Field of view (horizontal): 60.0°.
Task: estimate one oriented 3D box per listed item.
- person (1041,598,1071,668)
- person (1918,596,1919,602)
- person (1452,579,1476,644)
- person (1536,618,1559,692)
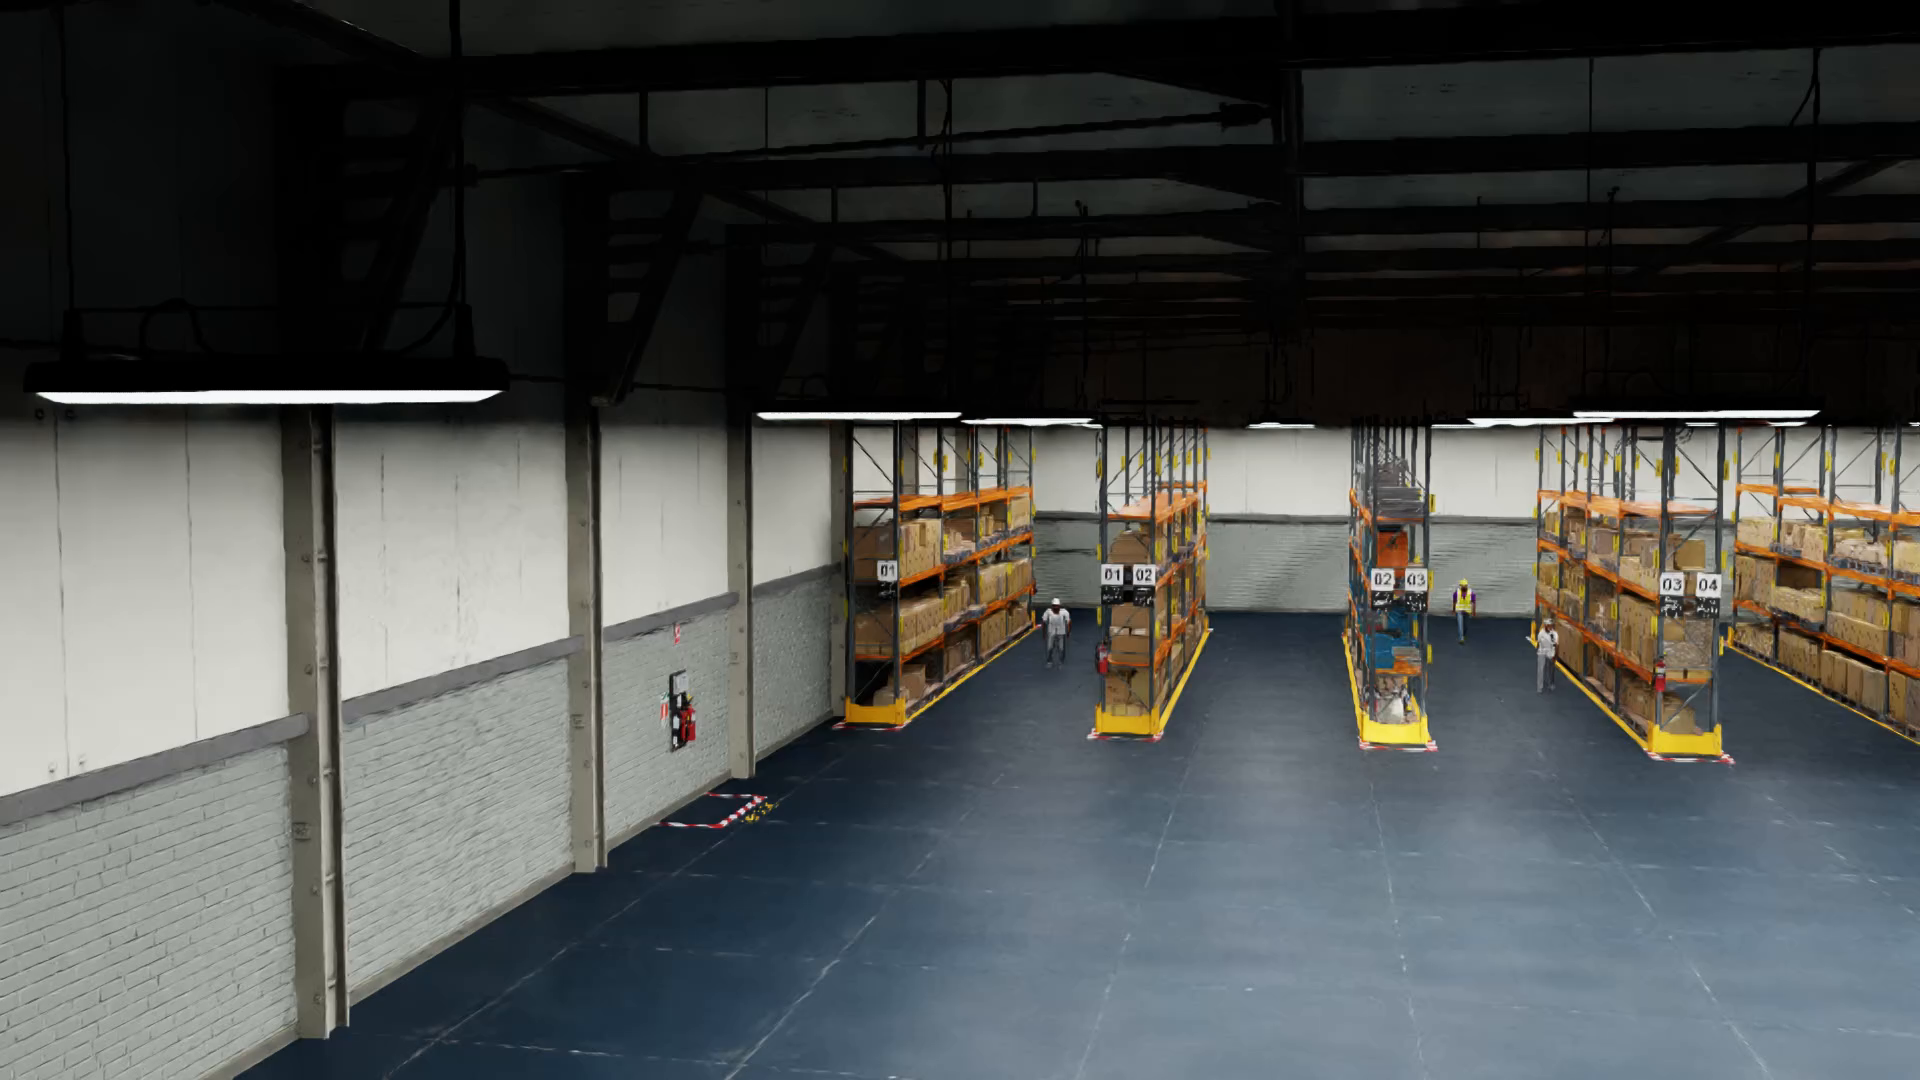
[{"bbox_3d":[2.296,2.229,39.741,0.719,1.714,0.578,1,4,9],"label":"person"},{"bbox_3d":[24.075,2.088,41.604,0.495,1.711,0.644,1,4,9],"label":"person"},{"bbox_3d":[13.525,1.900,44.583,0.589,1.716,1.043,1,4,11],"label":"person"},{"bbox_3d":[12.795,2.488,36.193,0.443,1.618,1.000,1,4,21],"label":"person"}]
